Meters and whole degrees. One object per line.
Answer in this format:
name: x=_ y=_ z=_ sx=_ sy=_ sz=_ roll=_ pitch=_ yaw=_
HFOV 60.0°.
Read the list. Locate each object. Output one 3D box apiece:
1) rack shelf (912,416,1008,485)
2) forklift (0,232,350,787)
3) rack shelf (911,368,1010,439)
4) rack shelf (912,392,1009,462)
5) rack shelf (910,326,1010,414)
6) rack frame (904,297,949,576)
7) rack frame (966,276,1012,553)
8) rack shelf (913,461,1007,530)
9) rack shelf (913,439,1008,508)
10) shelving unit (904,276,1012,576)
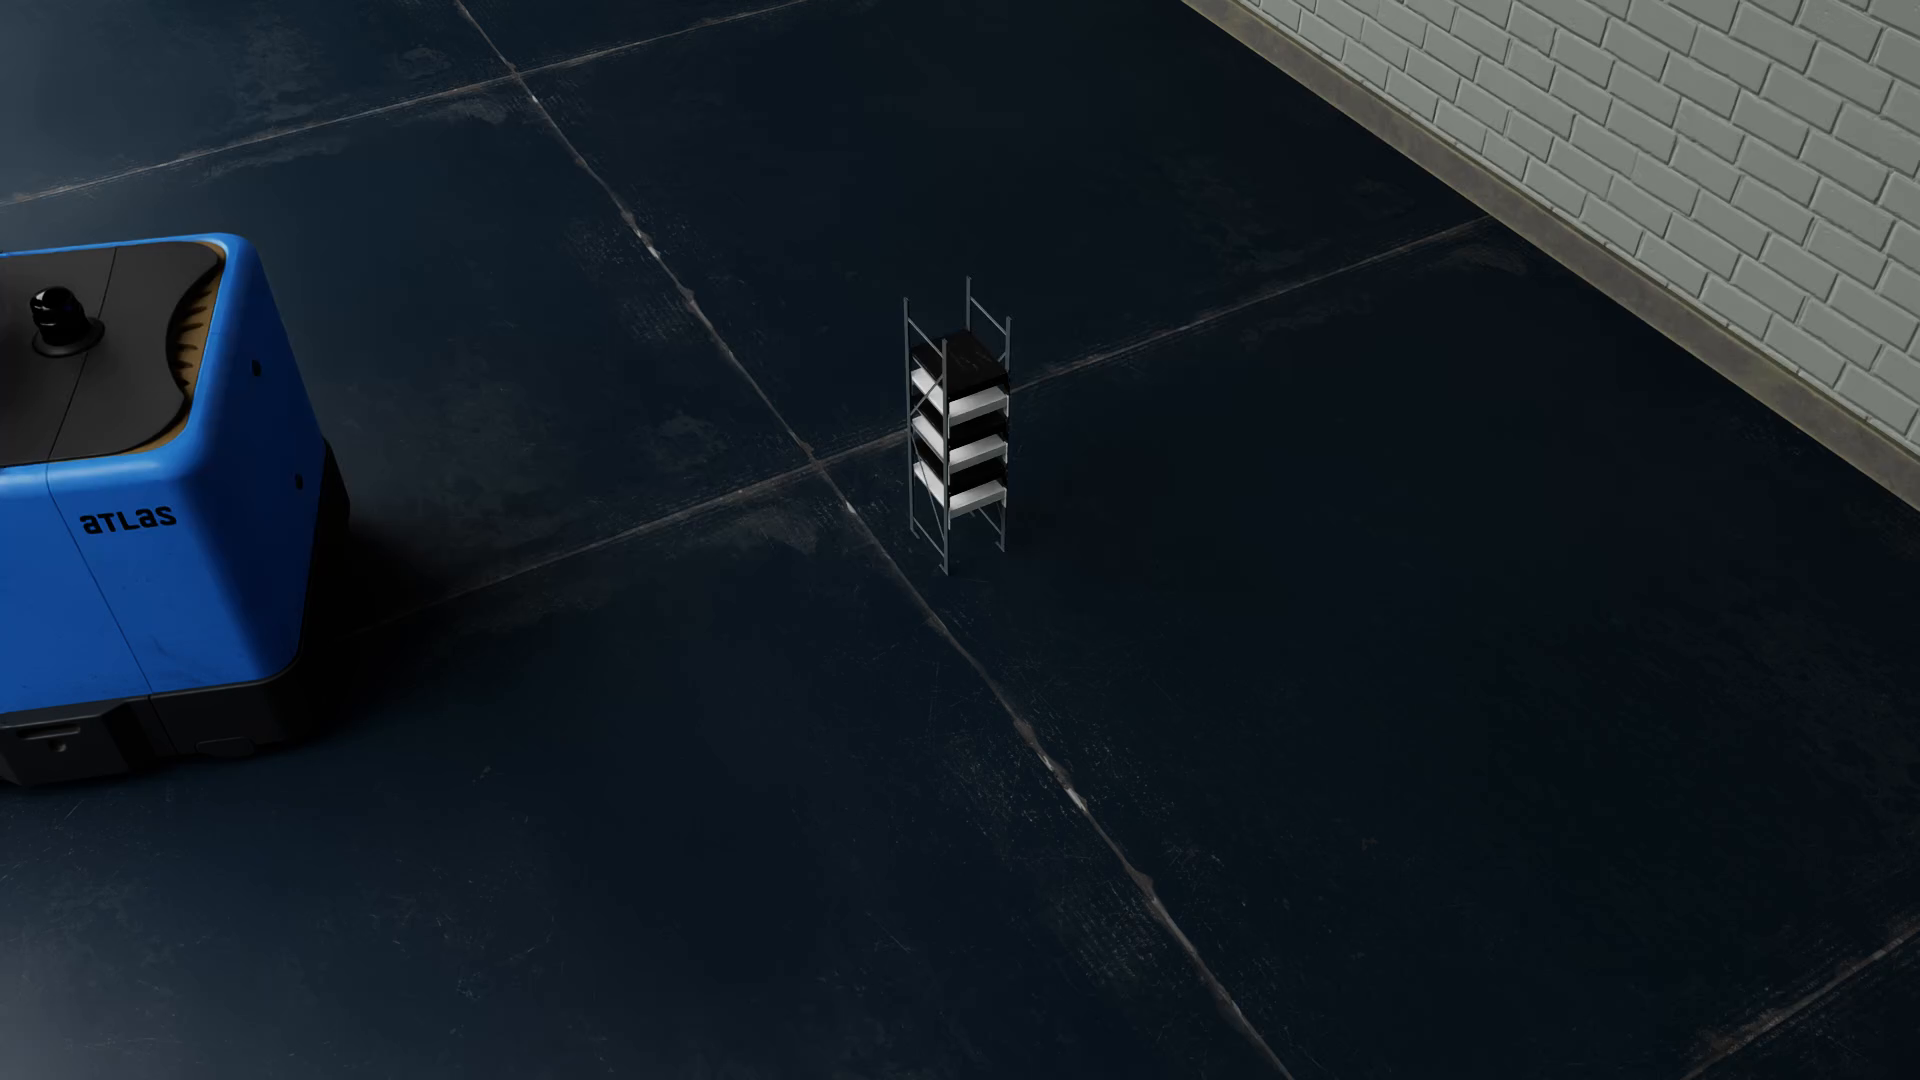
rack shelf: x=-0.007 y=-0.296 z=4.957 sx=0.200 sy=0.077 sz=0.258 roll=-22 pitch=48 yaw=-21
forklift: x=-3.343 y=-0.632 z=3.796 sx=3.031 sy=2.935 sz=1.130 roll=-7 pitch=45 yaw=-7
rack shelf: x=-0.007 y=-0.425 z=4.832 sx=0.200 sy=0.077 sz=0.258 roll=-22 pitch=48 yaw=-21
rack shelf: x=-0.007 y=-0.361 z=4.894 sx=0.200 sy=0.077 sz=0.258 roll=-22 pitch=48 yaw=-21
rack shelf: x=-0.007 y=-0.490 z=4.769 sx=0.200 sy=0.077 sz=0.258 roll=-22 pitch=48 yaw=-21
rack frame: x=-0.095 y=-0.285 z=4.897 sx=0.006 sy=0.900 sz=0.240 roll=-22 pitch=48 yaw=-21
rack frame: x=0.081 y=-0.355 z=4.970 sx=0.006 sy=0.900 sz=0.240 roll=-22 pitch=48 yaw=-21
rack shelf: x=-0.007 y=-0.167 z=5.082 sx=0.200 sy=0.077 sz=0.258 roll=-22 pitch=48 yaw=-21
rack shelf: x=-0.007 y=-0.232 z=5.020 sx=0.200 sy=0.077 sz=0.258 roll=-22 pitch=48 yaw=-21
shelving unit: x=-0.007 y=-0.320 z=4.934 sx=0.210 sy=0.900 sz=0.258 roll=-22 pitch=48 yaw=-21
